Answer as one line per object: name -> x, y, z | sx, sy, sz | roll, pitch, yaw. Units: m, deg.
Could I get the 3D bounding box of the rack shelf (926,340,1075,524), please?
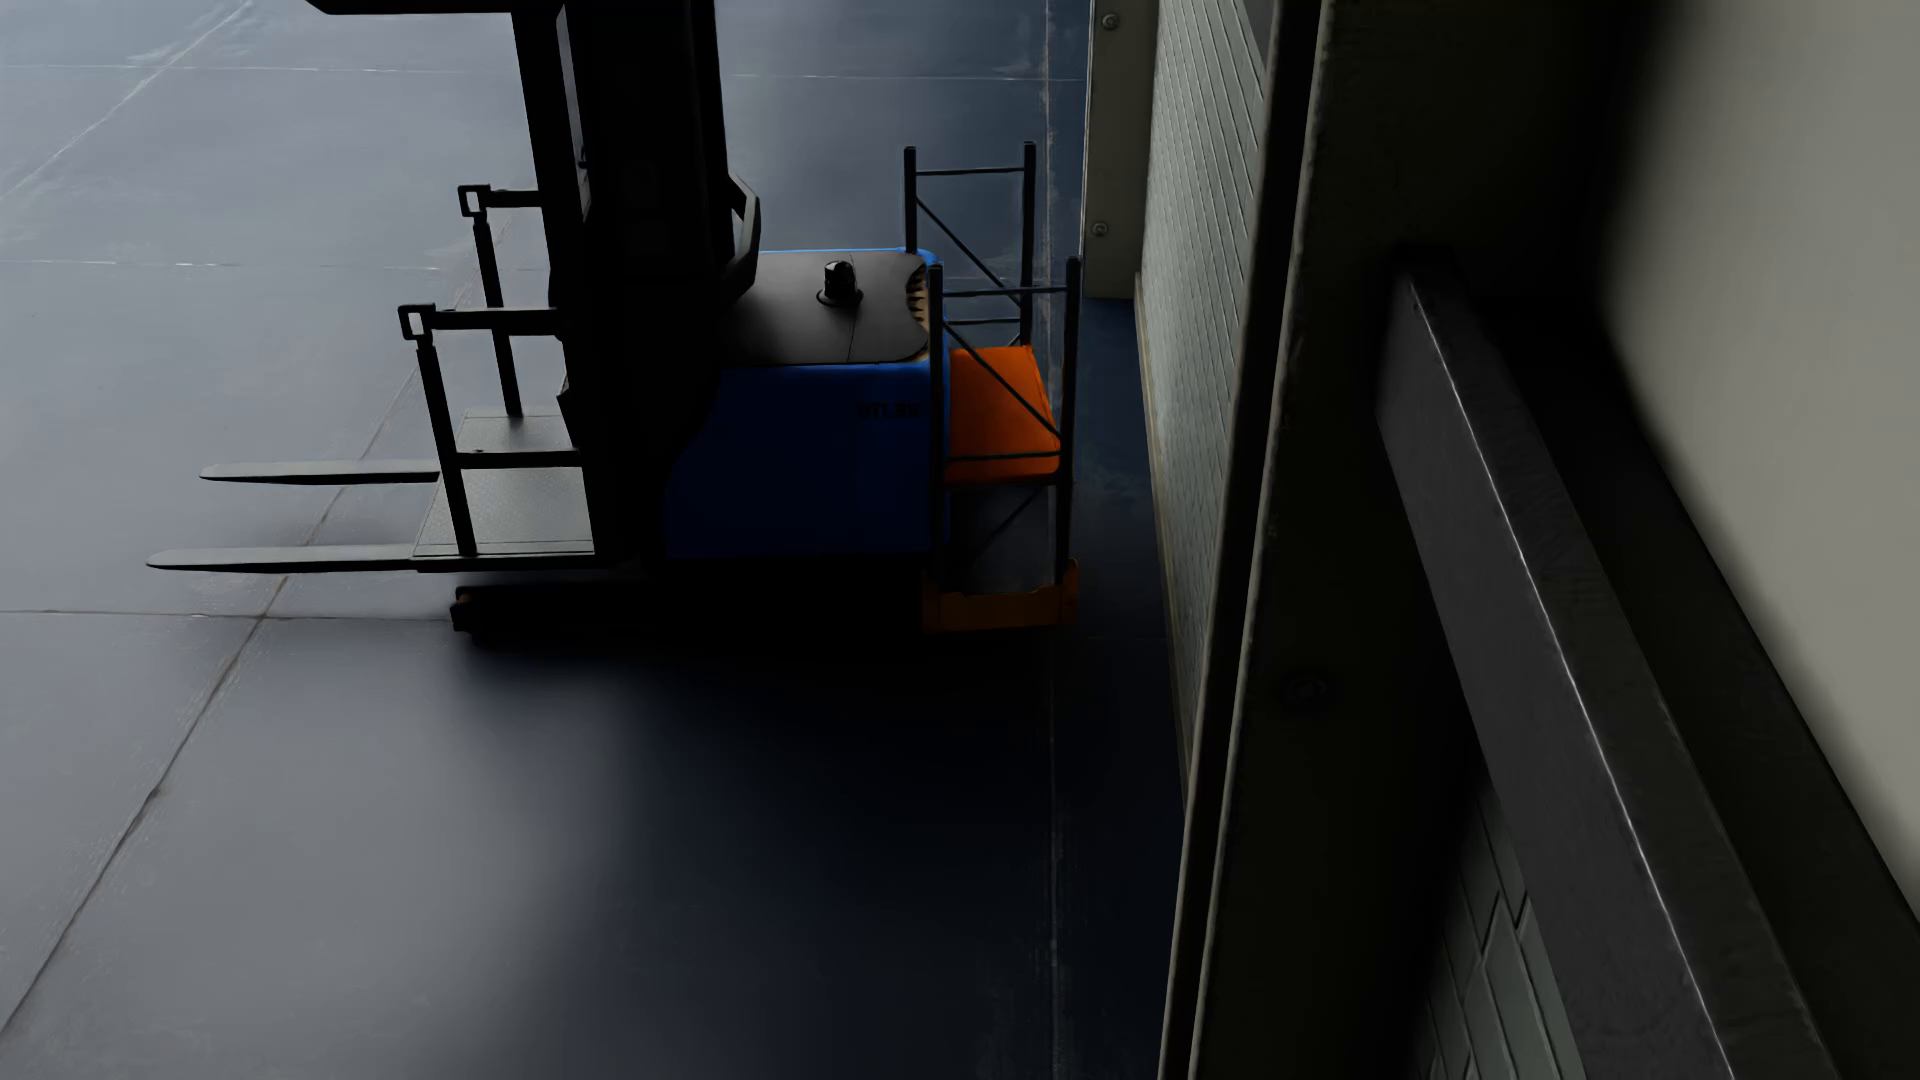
rack shelf -> 0.093, -0.435, 6.377 | 0.538, 0.185, 1.000 | -4, 35, -5

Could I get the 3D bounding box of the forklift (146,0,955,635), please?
forklift -> -1.554, -1.157, 5.847 | 3.031, 2.935, 1.130 | -2, 35, -2

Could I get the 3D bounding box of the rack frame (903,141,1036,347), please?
rack frame -> 0.038, -0.873, 6.687 | 0.500, 1.500, 0.032 | -4, 35, -5

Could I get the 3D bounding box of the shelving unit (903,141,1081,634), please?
shelving unit -> 0.092, -0.587, 6.281 | 0.587, 1.500, 1.083 | -4, 35, -5

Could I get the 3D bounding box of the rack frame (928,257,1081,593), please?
rack frame -> 0.148, -0.291, 5.860 | 0.500, 1.500, 0.032 | -4, 35, -5

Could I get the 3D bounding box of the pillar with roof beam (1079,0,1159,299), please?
pillar with roof beam -> -3.523, -5.134, 6.229 | 9.100, 9.000, 0.400 | 1, 35, 2

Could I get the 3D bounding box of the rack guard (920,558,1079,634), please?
rack guard -> 0.146, 0.209, 6.235 | 0.587, 0.250, 0.087 | -4, 35, -5
